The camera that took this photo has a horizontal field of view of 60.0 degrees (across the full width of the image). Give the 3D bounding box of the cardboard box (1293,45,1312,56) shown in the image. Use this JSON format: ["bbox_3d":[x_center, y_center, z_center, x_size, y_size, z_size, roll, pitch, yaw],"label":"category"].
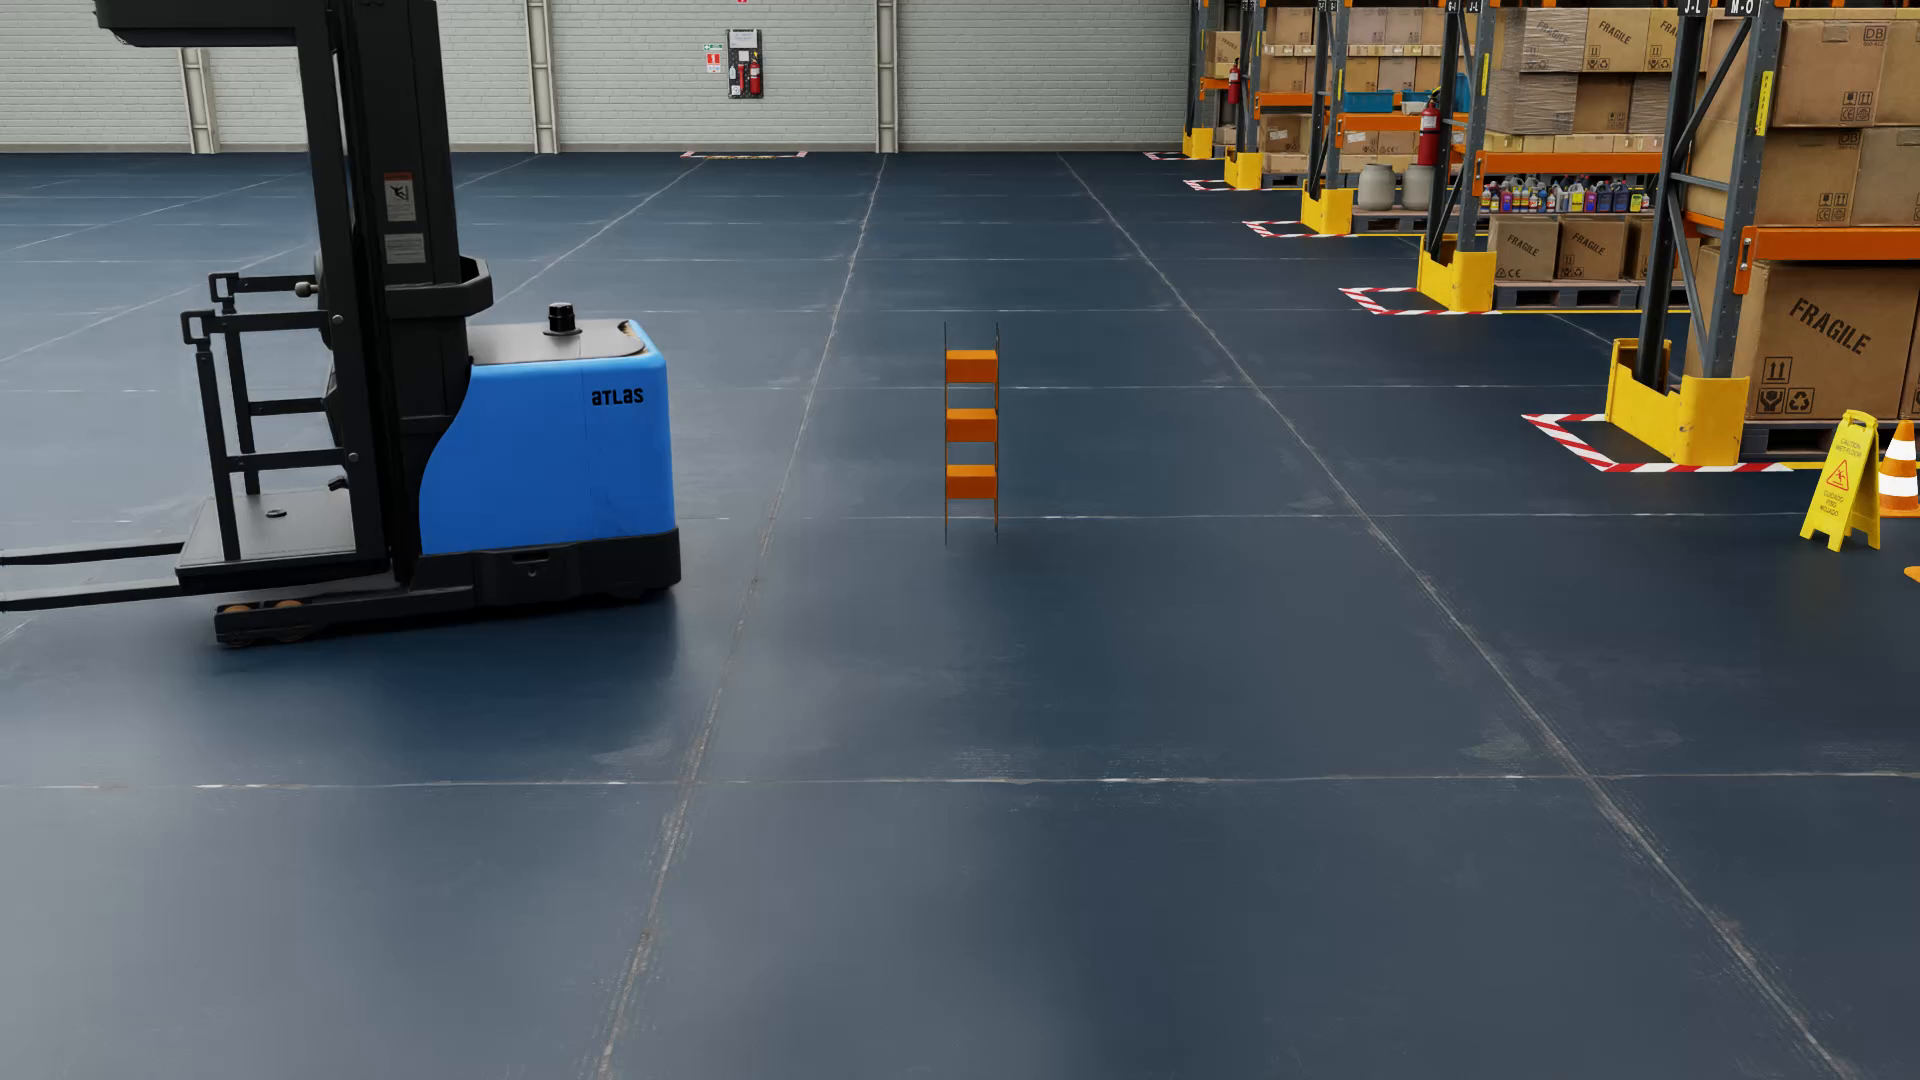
[{"bbox_3d":[4.764,-6.856,23.285,0.250,0.149,0.380,-1,18,-2],"label":"cardboard box"}]

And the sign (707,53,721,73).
[{"bbox_3d":[-4.317,-8.359,29.136,0.234,0.329,0.001,0,18,-1],"label":"sign"}]

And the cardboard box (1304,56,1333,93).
[{"bbox_3d":[5.096,-6.612,23.584,0.500,0.500,0.700,0,18,1],"label":"cardboard box"}]

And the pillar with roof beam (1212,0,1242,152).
[{"bbox_3d":[4.776,-9.884,24.127,0.400,9.000,9.100,0,18,-1],"label":"pillar with roof beam"}]

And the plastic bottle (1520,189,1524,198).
[{"bbox_3d":[6.610,-4.028,19.553,0.097,0.201,0.097,0,18,0],"label":"plastic bottle"}]

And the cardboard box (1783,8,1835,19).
[{"bbox_3d":[6.810,-4.130,13.723,0.500,0.500,0.500,0,18,-1],"label":"cardboard box"}]

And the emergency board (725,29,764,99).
[{"bbox_3d":[-3.763,-8.313,29.051,0.643,1.169,0.194,0,18,-1],"label":"emergency board"}]

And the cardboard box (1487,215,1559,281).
[{"bbox_3d":[4.881,-2.544,14.471,0.500,0.500,0.500,3,18,9],"label":"cardboard box"}]

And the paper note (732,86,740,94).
[{"bbox_3d":[-3.941,-7.914,29.249,0.142,0.148,0.016,0,18,-1],"label":"paper note"}]

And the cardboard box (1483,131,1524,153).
[{"bbox_3d":[4.545,-3.345,13.976,0.250,0.149,0.380,0,18,-1],"label":"cardboard box"}]

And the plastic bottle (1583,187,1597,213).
[{"bbox_3d":[7.184,-3.879,18.955,0.133,0.283,0.061,1,18,3],"label":"plastic bottle"}]

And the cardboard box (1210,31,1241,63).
[{"bbox_3d":[4.504,-8.280,27.935,0.500,0.500,0.500,0,18,-1],"label":"cardboard box"}]

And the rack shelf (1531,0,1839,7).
[{"bbox_3d":[10.103,-7.676,23.334,4.000,0.370,1.077,0,18,-1],"label":"rack shelf"}]

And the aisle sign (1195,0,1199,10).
[{"bbox_3d":[3.955,-9.221,27.624,0.004,0.787,0.394,0,18,-1],"label":"aisle sign"}]

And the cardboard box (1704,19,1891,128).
[{"bbox_3d":[4.605,-2.596,9.217,0.550,0.550,0.875,0,18,-1],"label":"cardboard box"}]

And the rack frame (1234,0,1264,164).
[{"bbox_3d":[4.104,-6.562,23.592,0.127,3.000,1.000,0,18,-1],"label":"rack frame"}]

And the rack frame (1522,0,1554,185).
[{"bbox_3d":[8.103,-6.581,23.652,0.127,3.000,1.000,0,18,-1],"label":"rack frame"}]

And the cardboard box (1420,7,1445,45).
[{"bbox_3d":[6.654,-7.237,23.410,0.500,0.500,0.700,0,18,-1],"label":"cardboard box"}]

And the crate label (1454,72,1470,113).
[{"bbox_3d":[6.014,-5.157,19.156,0.616,0.435,0.502,0,18,-1],"label":"crate label"}]

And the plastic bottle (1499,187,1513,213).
[{"bbox_3d":[6.223,-3.874,18.940,0.133,0.283,0.061,0,18,0],"label":"plastic bottle"}]

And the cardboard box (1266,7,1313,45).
[{"bbox_3d":[4.624,-7.226,23.374,0.500,0.500,0.700,0,18,-1],"label":"cardboard box"}]

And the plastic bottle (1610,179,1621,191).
[{"bbox_3d":[7.536,-3.969,19.127,0.185,0.351,0.144,0,18,-1],"label":"plastic bottle"}]

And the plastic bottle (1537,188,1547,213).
[{"bbox_3d":[6.641,-3.876,18.966,0.097,0.271,0.097,0,18,0],"label":"plastic bottle"}]

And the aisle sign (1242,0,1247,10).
[{"bbox_3d":[4.033,-7.889,23.474,0.004,0.787,0.394,0,18,-1],"label":"aisle sign"}]

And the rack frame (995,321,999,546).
[{"bbox_3d":[0.175,-0.501,7.890,0.008,1.050,0.200,0,18,-1],"label":"rack frame"}]

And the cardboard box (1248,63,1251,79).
[{"bbox_3d":[5.034,-7.925,28.055,0.500,0.250,0.500,-1,18,-3],"label":"cardboard box"}]

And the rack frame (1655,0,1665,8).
[{"bbox_3d":[12.021,-8.113,28.429,0.127,3.000,1.000,0,18,-1],"label":"rack frame"}]

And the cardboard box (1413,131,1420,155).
[{"bbox_3d":[6.643,-5.757,23.671,0.500,0.500,0.500,0,18,-1],"label":"cardboard box"}]

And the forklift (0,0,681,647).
[{"bbox_3d":[-2.795,-1.144,6.816,3.031,2.935,1.130,-6,19,-17],"label":"forklift"}]

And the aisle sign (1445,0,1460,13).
[{"bbox_3d":[4.190,-4.865,14.048,0.004,0.787,0.394,0,18,-1],"label":"aisle sign"}]

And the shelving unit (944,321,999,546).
[{"bbox_3d":[0.054,-0.500,7.888,0.252,1.050,0.215,0,18,-1],"label":"shelving unit"}]

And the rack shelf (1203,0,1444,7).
[{"bbox_3d":[6.022,-9.170,27.990,4.000,0.370,1.077,0,18,-1],"label":"rack shelf"}]

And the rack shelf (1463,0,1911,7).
[{"bbox_3d":[6.256,-4.632,13.842,4.000,0.370,1.077,0,18,-1],"label":"rack shelf"}]

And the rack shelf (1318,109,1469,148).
[{"bbox_3d":[6.178,-4.716,19.016,4.000,0.370,1.077,0,18,-1],"label":"rack shelf"}]

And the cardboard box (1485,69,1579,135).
[{"bbox_3d":[4.807,-3.720,14.082,0.500,0.500,0.875,0,18,-1],"label":"cardboard box"}]

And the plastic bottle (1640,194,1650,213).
[{"bbox_3d":[7.820,-3.848,18.994,0.097,0.201,0.097,0,18,0],"label":"plastic bottle"}]

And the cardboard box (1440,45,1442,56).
[{"bbox_3d":[6.817,-6.866,23.316,0.250,0.149,0.380,0,18,-1],"label":"cardboard box"}]

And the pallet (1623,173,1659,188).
[{"bbox_3d":[10.062,-5.276,24.147,1.213,0.211,1.003,0,18,-1],"label":"pallet"}]

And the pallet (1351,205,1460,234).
[{"bbox_3d":[5.066,-3.738,19.355,1.213,0.211,1.003,0,18,-1],"label":"pallet"}]

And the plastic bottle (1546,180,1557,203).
[{"bbox_3d":[7.010,-4.118,19.701,0.133,0.283,0.061,1,18,2],"label":"plastic bottle"}]

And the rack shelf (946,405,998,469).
[{"bbox_3d":[0.054,-0.490,7.891,0.240,0.259,0.215,0,18,-1],"label":"rack shelf"}]

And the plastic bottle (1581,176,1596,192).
[{"bbox_3d":[7.366,-4.095,19.519,0.185,0.351,0.144,0,18,-1],"label":"plastic bottle"}]

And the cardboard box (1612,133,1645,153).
[{"bbox_3d":[5.545,-3.344,13.971,0.250,0.149,0.380,0,18,-1],"label":"cardboard box"}]

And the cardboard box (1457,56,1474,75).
[{"bbox_3d":[7.132,-6.620,23.610,0.500,0.500,0.700,0,18,-1],"label":"cardboard box"}]

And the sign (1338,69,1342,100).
[{"bbox_3d":[4.183,-5.013,18.310,0.005,0.325,0.100,0,18,-1],"label":"sign"}]

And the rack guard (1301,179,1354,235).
[{"bbox_3d":[4.254,-3.873,19.304,0.348,0.500,1.175,0,18,-1],"label":"rack guard"}]

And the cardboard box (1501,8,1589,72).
[{"bbox_3d":[4.811,-4.121,13.696,0.500,0.500,0.500,0,18,-1],"label":"cardboard box"}]

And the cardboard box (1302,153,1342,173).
[{"bbox_3d":[5.143,-5.391,23.755,0.500,0.250,0.500,0,18,-1],"label":"cardboard box"}]

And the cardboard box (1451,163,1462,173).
[{"bbox_3d":[7.143,-5.403,23.795,0.500,0.250,0.500,0,18,-1],"label":"cardboard box"}]

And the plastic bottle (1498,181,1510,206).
[{"bbox_3d":[6.399,-4.098,19.650,0.135,0.276,0.152,-1,18,-2],"label":"plastic bottle"}]

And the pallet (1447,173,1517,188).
[{"bbox_3d":[7.307,-5.262,24.106,1.213,0.211,1.003,0,18,-1],"label":"pallet"}]

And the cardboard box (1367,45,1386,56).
[{"bbox_3d":[5.787,-6.861,23.300,0.250,0.149,0.380,-1,18,-2],"label":"cardboard box"}]
